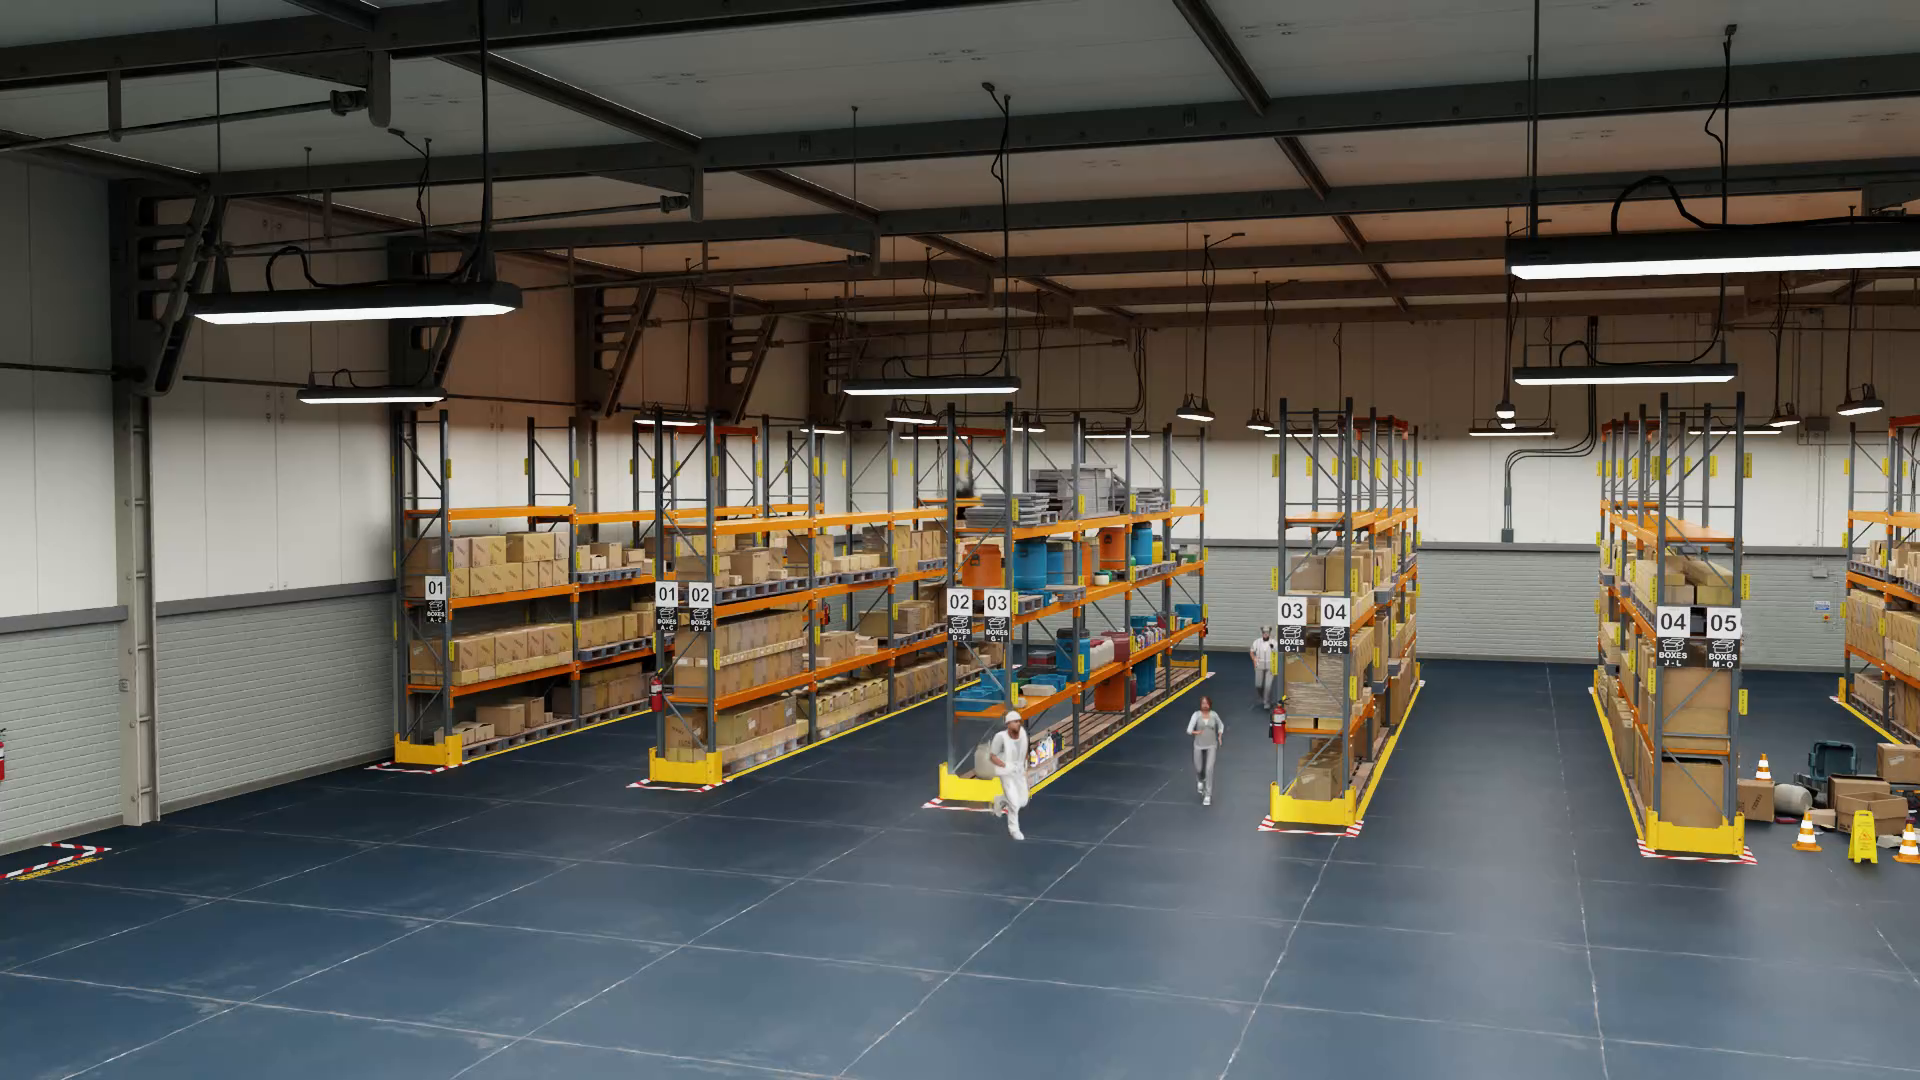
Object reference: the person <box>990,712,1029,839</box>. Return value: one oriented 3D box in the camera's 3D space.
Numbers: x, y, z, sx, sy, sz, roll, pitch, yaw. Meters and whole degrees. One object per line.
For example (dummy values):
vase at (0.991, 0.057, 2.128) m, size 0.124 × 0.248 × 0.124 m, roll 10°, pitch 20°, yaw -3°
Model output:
person at (0.679, 3.182, 22.645) m, size 0.723 × 1.733 × 0.714 m, roll -2°, pitch 3°, yaw -39°

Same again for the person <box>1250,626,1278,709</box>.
person at (6.365, 2.646, 34.642) m, size 0.658 × 1.733 × 0.618 m, roll 1°, pitch 3°, yaw 13°

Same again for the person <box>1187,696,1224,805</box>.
person at (3.682, 3.122, 24.939) m, size 0.543 × 1.578 × 0.882 m, roll 0°, pitch 2°, yaw 10°
